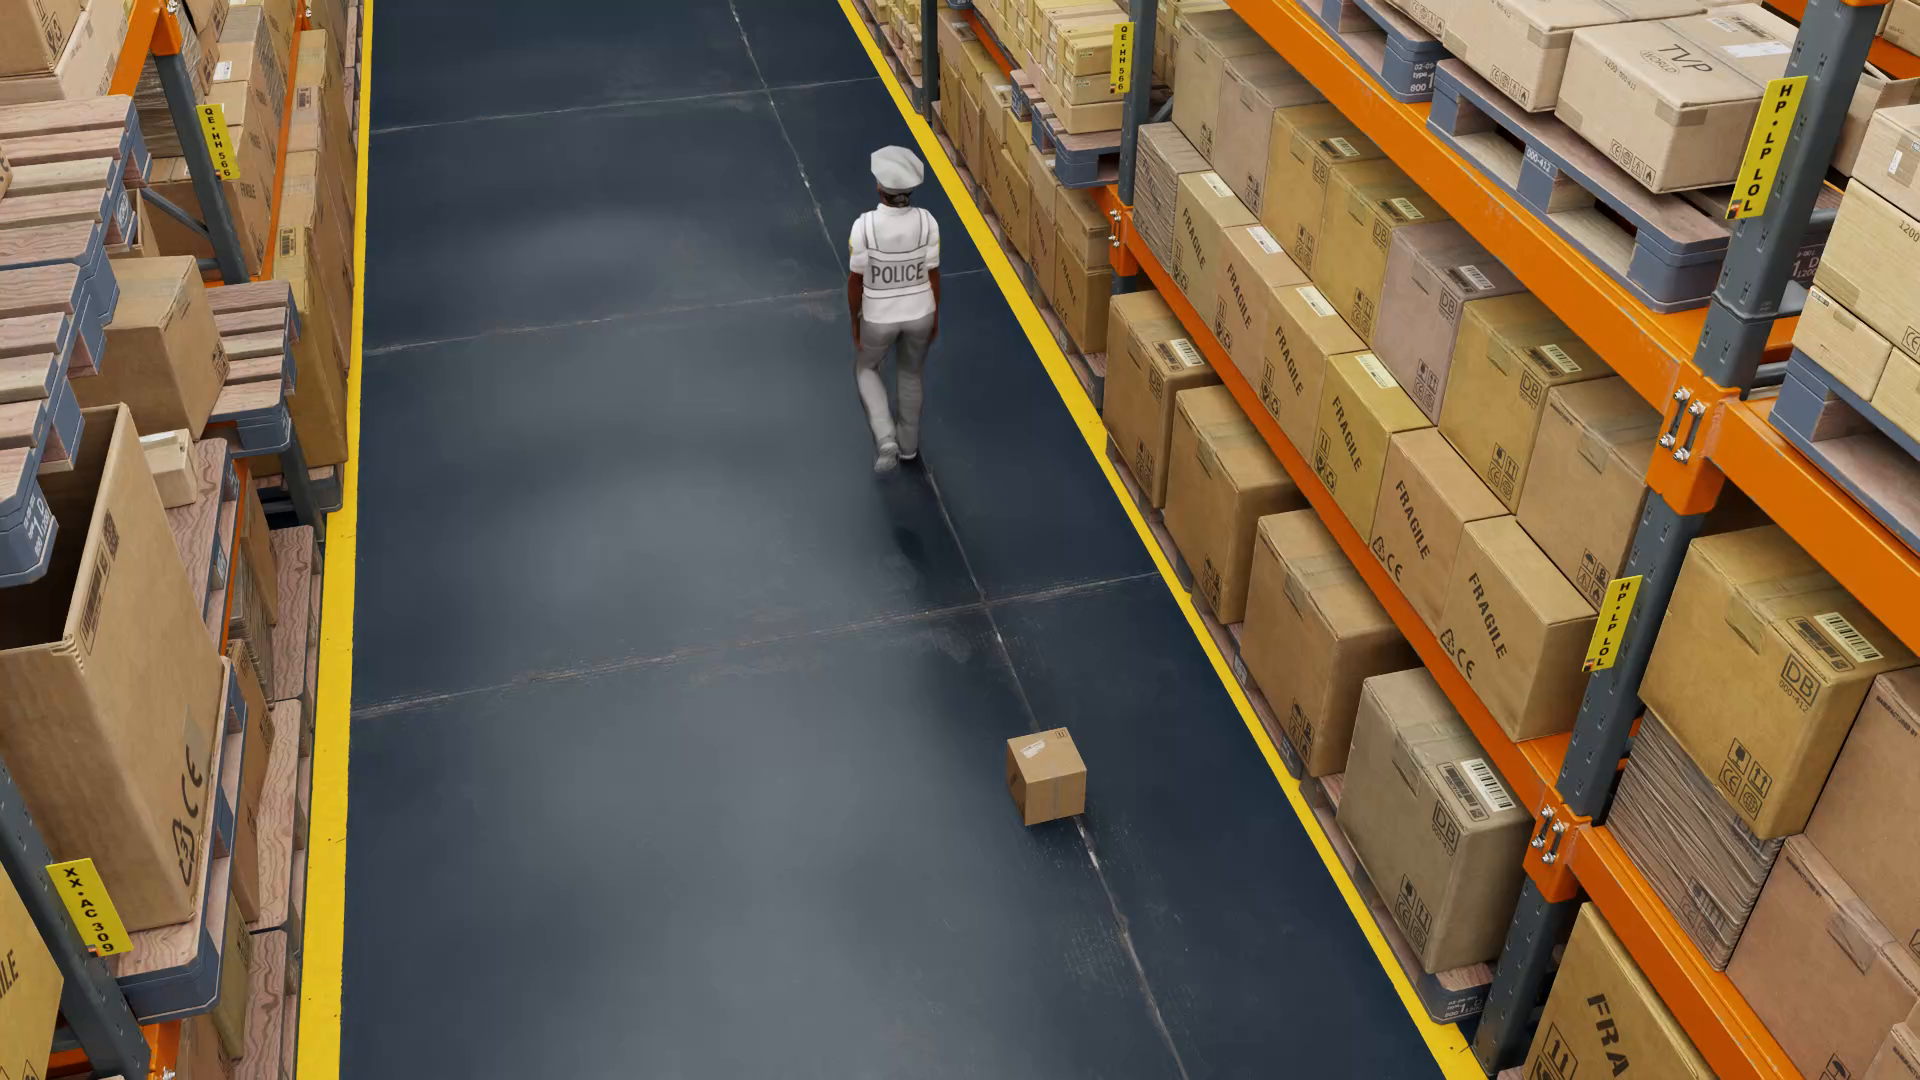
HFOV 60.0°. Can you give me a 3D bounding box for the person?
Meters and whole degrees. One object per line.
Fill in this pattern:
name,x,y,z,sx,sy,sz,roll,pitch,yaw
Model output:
person,-0.310,-1.074,8.005,0.448,1.676,0.513,-7,39,-9
